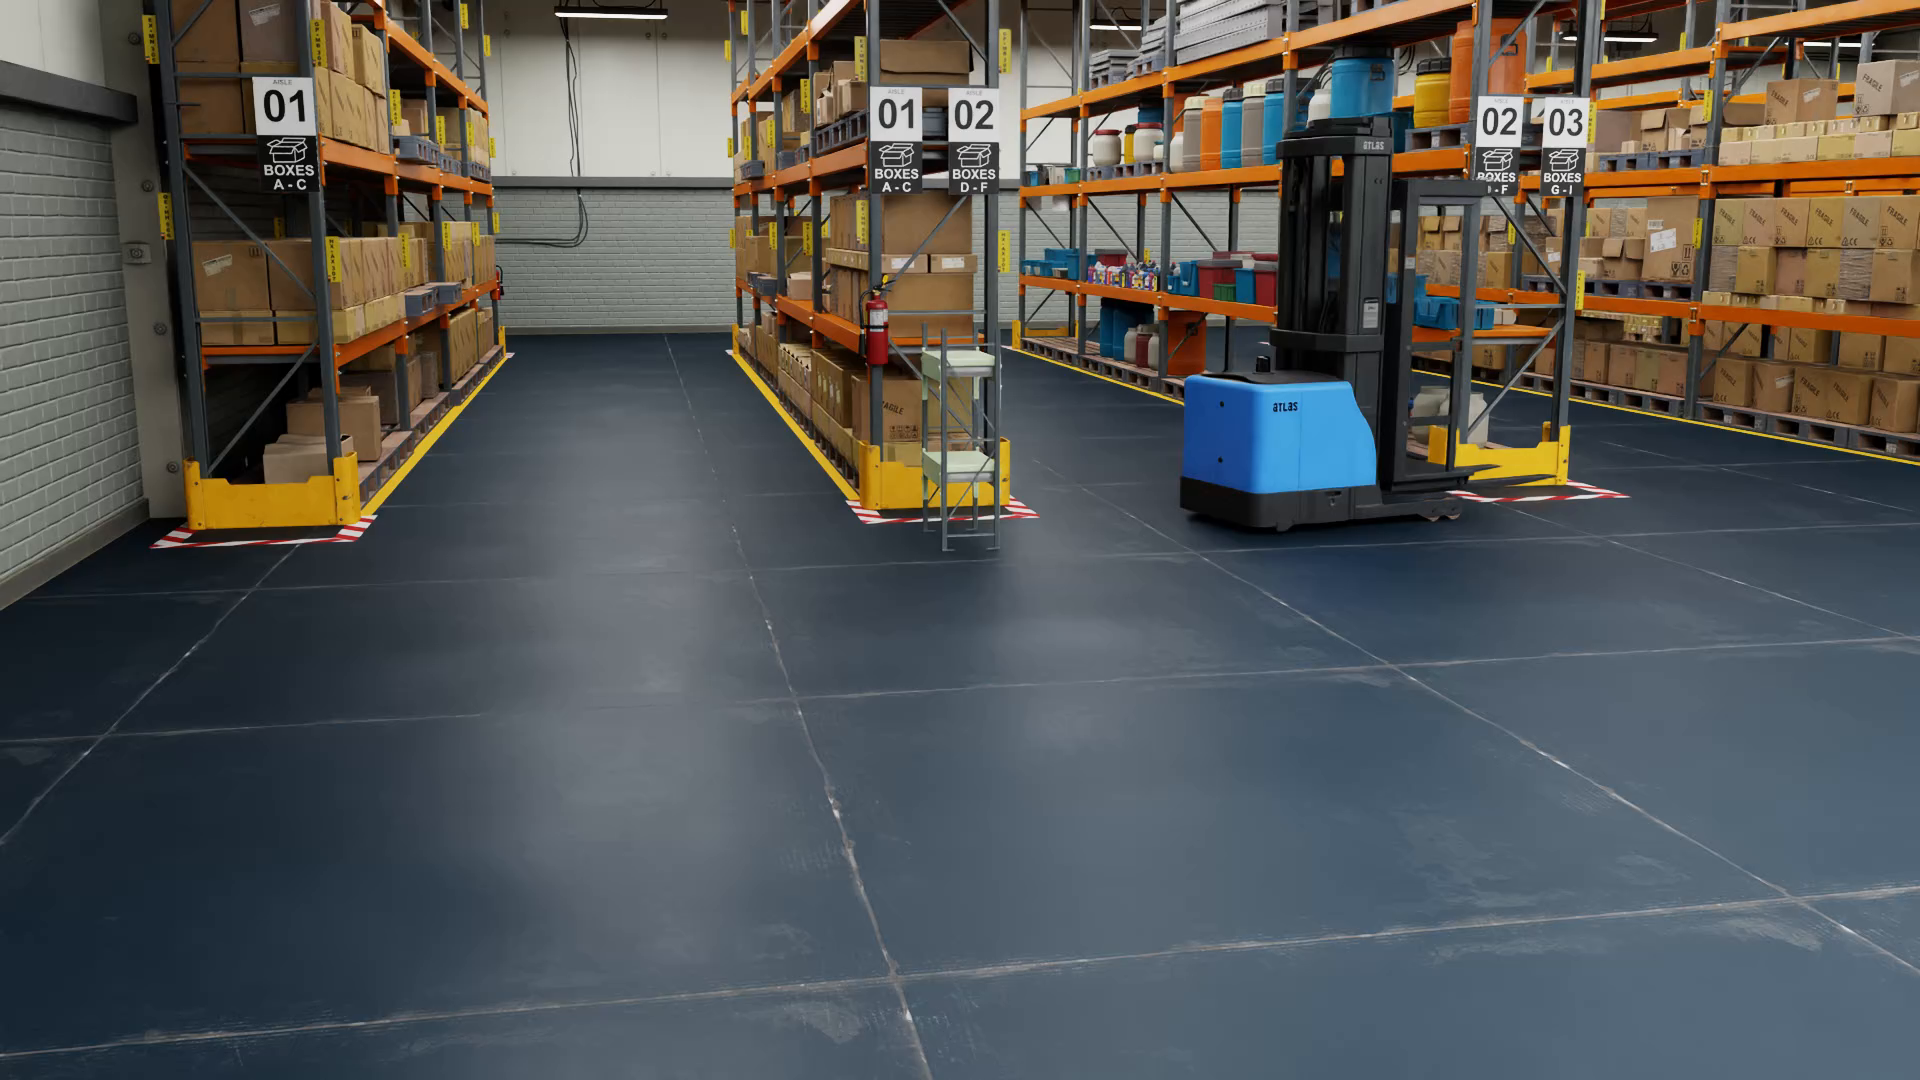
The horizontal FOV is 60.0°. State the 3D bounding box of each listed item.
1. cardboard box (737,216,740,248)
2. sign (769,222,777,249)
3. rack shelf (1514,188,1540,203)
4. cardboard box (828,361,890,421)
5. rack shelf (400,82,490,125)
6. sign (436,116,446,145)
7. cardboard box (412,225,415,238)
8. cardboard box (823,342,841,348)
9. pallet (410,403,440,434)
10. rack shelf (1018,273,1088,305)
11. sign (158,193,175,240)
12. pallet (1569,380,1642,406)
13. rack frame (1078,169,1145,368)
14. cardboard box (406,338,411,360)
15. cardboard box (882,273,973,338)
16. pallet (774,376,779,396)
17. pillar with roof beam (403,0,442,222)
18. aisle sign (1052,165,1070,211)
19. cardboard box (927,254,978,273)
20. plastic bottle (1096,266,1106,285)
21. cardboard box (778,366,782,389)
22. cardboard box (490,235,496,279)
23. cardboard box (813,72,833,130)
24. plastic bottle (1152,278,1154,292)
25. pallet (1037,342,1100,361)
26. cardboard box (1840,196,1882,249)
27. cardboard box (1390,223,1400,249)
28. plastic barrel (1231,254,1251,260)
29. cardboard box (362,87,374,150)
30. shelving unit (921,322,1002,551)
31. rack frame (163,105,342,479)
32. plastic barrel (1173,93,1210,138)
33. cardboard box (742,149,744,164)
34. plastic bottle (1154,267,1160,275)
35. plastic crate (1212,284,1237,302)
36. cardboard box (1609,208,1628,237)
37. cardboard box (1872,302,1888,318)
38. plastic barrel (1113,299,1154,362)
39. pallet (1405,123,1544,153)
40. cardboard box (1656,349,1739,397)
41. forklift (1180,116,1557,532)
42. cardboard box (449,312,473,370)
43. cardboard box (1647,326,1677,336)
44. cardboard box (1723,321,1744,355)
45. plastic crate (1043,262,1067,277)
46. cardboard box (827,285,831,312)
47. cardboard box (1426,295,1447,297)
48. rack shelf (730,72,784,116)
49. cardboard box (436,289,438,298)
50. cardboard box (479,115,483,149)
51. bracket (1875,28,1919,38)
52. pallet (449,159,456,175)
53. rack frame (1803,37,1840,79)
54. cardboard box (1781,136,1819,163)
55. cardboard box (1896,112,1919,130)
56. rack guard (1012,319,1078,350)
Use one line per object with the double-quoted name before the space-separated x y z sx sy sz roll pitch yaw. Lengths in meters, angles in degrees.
"cardboard box" -3.381 -5.053 27.281 0.500 0.500 0.500 -2 11 -10
"sign" -2.292 -3.741 20.442 0.100 0.325 0.005 -2 11 -11
"rack shelf" 7.567 -5.079 24.259 1.077 0.370 4.000 -2 11 -11
"cardboard box" -0.907 -1.351 14.997 0.500 0.500 0.500 -2 11 -11
"rack shelf" -7.787 -6.549 25.031 1.077 0.370 4.000 -2 11 -11
"sign" -6.087 -4.798 19.479 0.100 0.325 0.005 -2 11 -11
"cardboard box" -6.523 -3.573 19.268 0.380 0.149 0.250 -4 11 -18
"cardboard box" -1.418 -2.276 20.363 0.500 0.311 0.500 -2 11 -10
"pallet" -6.236 -1.315 18.040 1.003 0.211 1.213 -2 11 -11
"rack shelf" 1.931 -4.159 27.447 1.077 0.370 4.000 -2 11 -11
"sign" -5.612 -2.292 11.772 0.100 0.325 0.005 -2 11 -11
"pallet" 8.341 -1.855 20.879 1.003 0.211 1.213 -2 11 -11
"rack frame" 2.320 -4.145 25.453 1.000 3.000 0.127 -2 11 -11
"cardboard box" -6.275 -2.077 18.088 0.500 0.250 0.500 -2 11 -11
"cardboard box" -0.284 -1.900 13.390 0.700 0.500 0.500 -2 11 -11
"pallet" -1.870 -2.001 21.643 1.003 0.211 1.213 -2 11 -11
"pillar with roof beam" -5.327 -8.086 30.113 9.100 9.000 0.548 -2 11 -11
"aisle sign" 1.815 -6.180 29.190 0.394 0.787 0.004 -2 11 -11
"cardboard box" -0.071 -2.212 13.296 0.380 0.149 0.250 -2 11 -11
"plastic bottle" 2.107 -3.918 24.593 0.152 0.276 0.135 -2 11 -11
"cardboard box" -1.948 -1.981 20.313 0.500 0.250 0.500 -2 11 -11
"cardboard box" -8.067 -4.573 26.897 0.980 0.700 0.700 -2 11 -8
"cardboard box" -1.144 -4.194 15.923 0.500 0.500 0.500 -1 11 -6
"plastic bottle" 2.596 -3.395 22.040 0.097 0.201 0.097 0 11 0
"pallet" 1.898 -3.133 27.593 1.003 0.211 1.213 -2 11 -11
"cardboard box" 8.965 -3.086 16.151 0.500 0.500 0.500 -2 11 -11
"cardboard box" 6.827 -4.841 26.707 0.500 0.500 0.500 -2 11 -9
"plastic barrel" 3.507 -3.286 20.638 0.421 0.512 0.421 0 11 0
"cardboard box" -5.271 -3.573 14.104 0.500 0.500 0.500 -3 11 -13
"shelving unit" 0.001 -0.736 11.550 0.431 1.500 0.755 -2 11 -11
"rack frame" -5.064 -1.584 11.997 1.000 3.000 0.127 -2 11 -11
"plastic barrel" 2.990 -5.407 21.786 0.600 0.830 0.708 -2 11 -11
"cardboard box" -3.089 -5.874 25.578 0.500 0.250 0.500 -2 11 -11
"plastic bottle" 2.835 -3.787 23.914 0.097 0.271 0.097 0 11 0
"plastic crate" 3.260 -2.883 19.388 0.450 0.188 0.662 -2 11 -11
"cardboard box" 11.515 -5.439 28.513 0.500 0.500 0.500 -2 11 -10
"cardboard box" 9.066 -2.229 16.059 0.380 0.149 0.250 -2 11 -11
"plastic barrel" 2.547 -3.090 24.400 0.600 0.901 0.708 -2 11 -11
"pallet" 4.589 -3.480 14.443 1.003 0.211 1.213 -2 11 -11
"cardboard box" 8.636 -1.960 19.479 0.700 0.500 0.500 -3 11 -15
"forklift" 3.224 -1.663 12.595 3.031 2.935 1.130 -5 12 -25
"cardboard box" -6.968 -2.658 22.264 0.750 0.750 0.750 -2 11 -9
"cardboard box" 11.690 -3.485 27.692 0.380 0.149 0.250 -2 11 -10
"cardboard box" 12.166 -3.128 25.670 0.500 0.500 0.500 -2 11 -10
"plastic crate" 1.581 -4.472 27.459 0.416 0.233 0.300 -2 11 -11
"cardboard box" -1.122 -2.514 17.281 0.500 0.250 0.500 -1 11 -7
"cardboard box" 7.322 -3.371 25.946 1.225 0.875 0.875 -2 11 -11
"rack shelf" -2.929 -6.925 25.944 1.077 0.370 4.000 -2 11 -11
"cardboard box" -6.457 -3.007 20.089 0.380 0.149 0.250 -2 11 -12
"cardboard box" -7.570 -6.230 25.391 0.500 0.500 0.500 -3 11 -14
"bracket" 20.377 -11.419 37.996 0.076 0.066 5.218 -2 11 -11
"pallet" -7.018 -4.753 21.130 1.003 0.211 1.213 -2 11 -8
"rack frame" 16.121 -8.366 31.586 1.000 3.000 0.127 -2 11 -11
"cardboard box" 8.765 -3.978 16.952 0.500 0.250 0.500 -3 11 -13
"cardboard box" 8.984 -3.903 15.493 0.380 0.149 0.250 -2 11 -11
"rack guard" 1.524 -3.655 29.562 1.175 0.500 0.348 -2 11 -11
